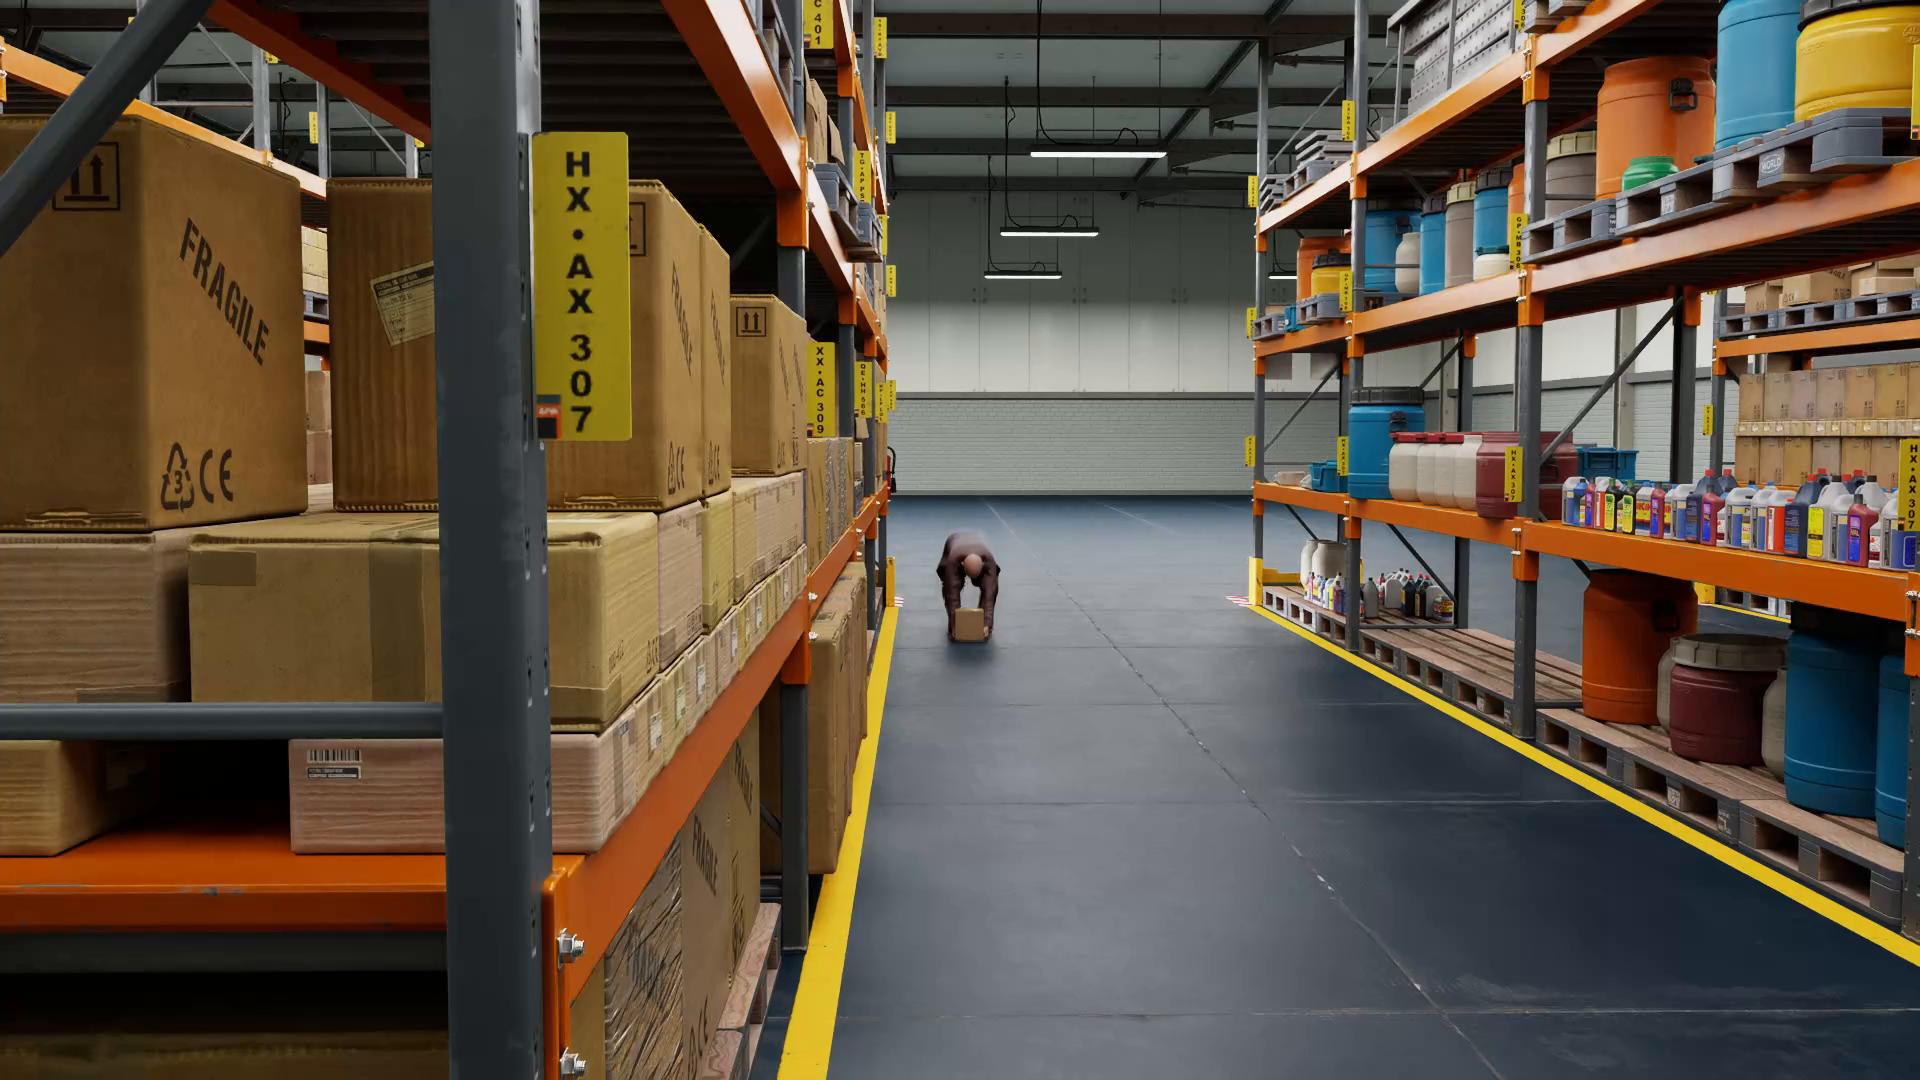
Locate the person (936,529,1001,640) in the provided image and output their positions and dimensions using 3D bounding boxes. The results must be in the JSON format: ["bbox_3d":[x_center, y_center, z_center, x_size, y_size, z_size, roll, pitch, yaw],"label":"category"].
[{"bbox_3d":[0.085,0.391,15.050,0.594,0.952,0.947,0,4,-3],"label":"person"}]
